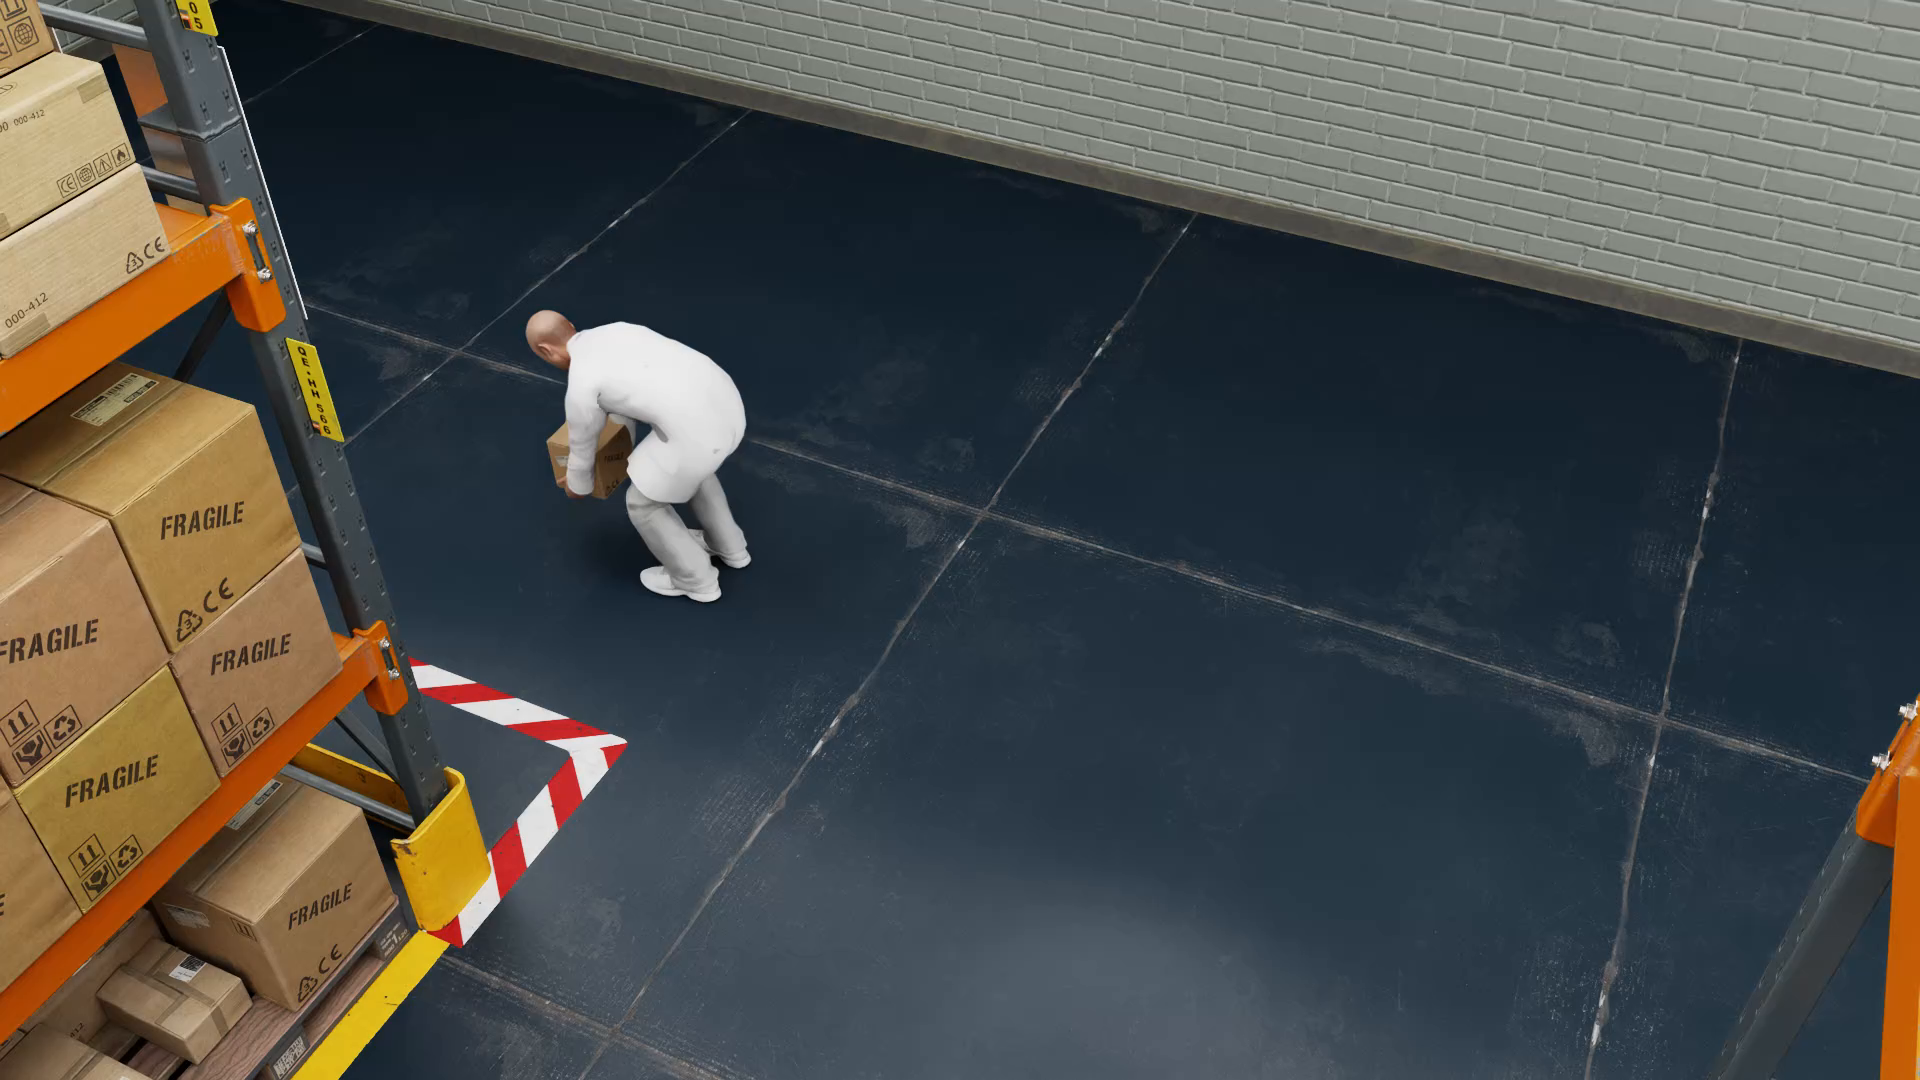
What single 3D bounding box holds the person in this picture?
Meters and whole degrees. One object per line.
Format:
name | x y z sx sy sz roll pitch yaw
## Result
person | -1.325 -0.421 6.964 0.876 1.362 0.563 16 44 17
